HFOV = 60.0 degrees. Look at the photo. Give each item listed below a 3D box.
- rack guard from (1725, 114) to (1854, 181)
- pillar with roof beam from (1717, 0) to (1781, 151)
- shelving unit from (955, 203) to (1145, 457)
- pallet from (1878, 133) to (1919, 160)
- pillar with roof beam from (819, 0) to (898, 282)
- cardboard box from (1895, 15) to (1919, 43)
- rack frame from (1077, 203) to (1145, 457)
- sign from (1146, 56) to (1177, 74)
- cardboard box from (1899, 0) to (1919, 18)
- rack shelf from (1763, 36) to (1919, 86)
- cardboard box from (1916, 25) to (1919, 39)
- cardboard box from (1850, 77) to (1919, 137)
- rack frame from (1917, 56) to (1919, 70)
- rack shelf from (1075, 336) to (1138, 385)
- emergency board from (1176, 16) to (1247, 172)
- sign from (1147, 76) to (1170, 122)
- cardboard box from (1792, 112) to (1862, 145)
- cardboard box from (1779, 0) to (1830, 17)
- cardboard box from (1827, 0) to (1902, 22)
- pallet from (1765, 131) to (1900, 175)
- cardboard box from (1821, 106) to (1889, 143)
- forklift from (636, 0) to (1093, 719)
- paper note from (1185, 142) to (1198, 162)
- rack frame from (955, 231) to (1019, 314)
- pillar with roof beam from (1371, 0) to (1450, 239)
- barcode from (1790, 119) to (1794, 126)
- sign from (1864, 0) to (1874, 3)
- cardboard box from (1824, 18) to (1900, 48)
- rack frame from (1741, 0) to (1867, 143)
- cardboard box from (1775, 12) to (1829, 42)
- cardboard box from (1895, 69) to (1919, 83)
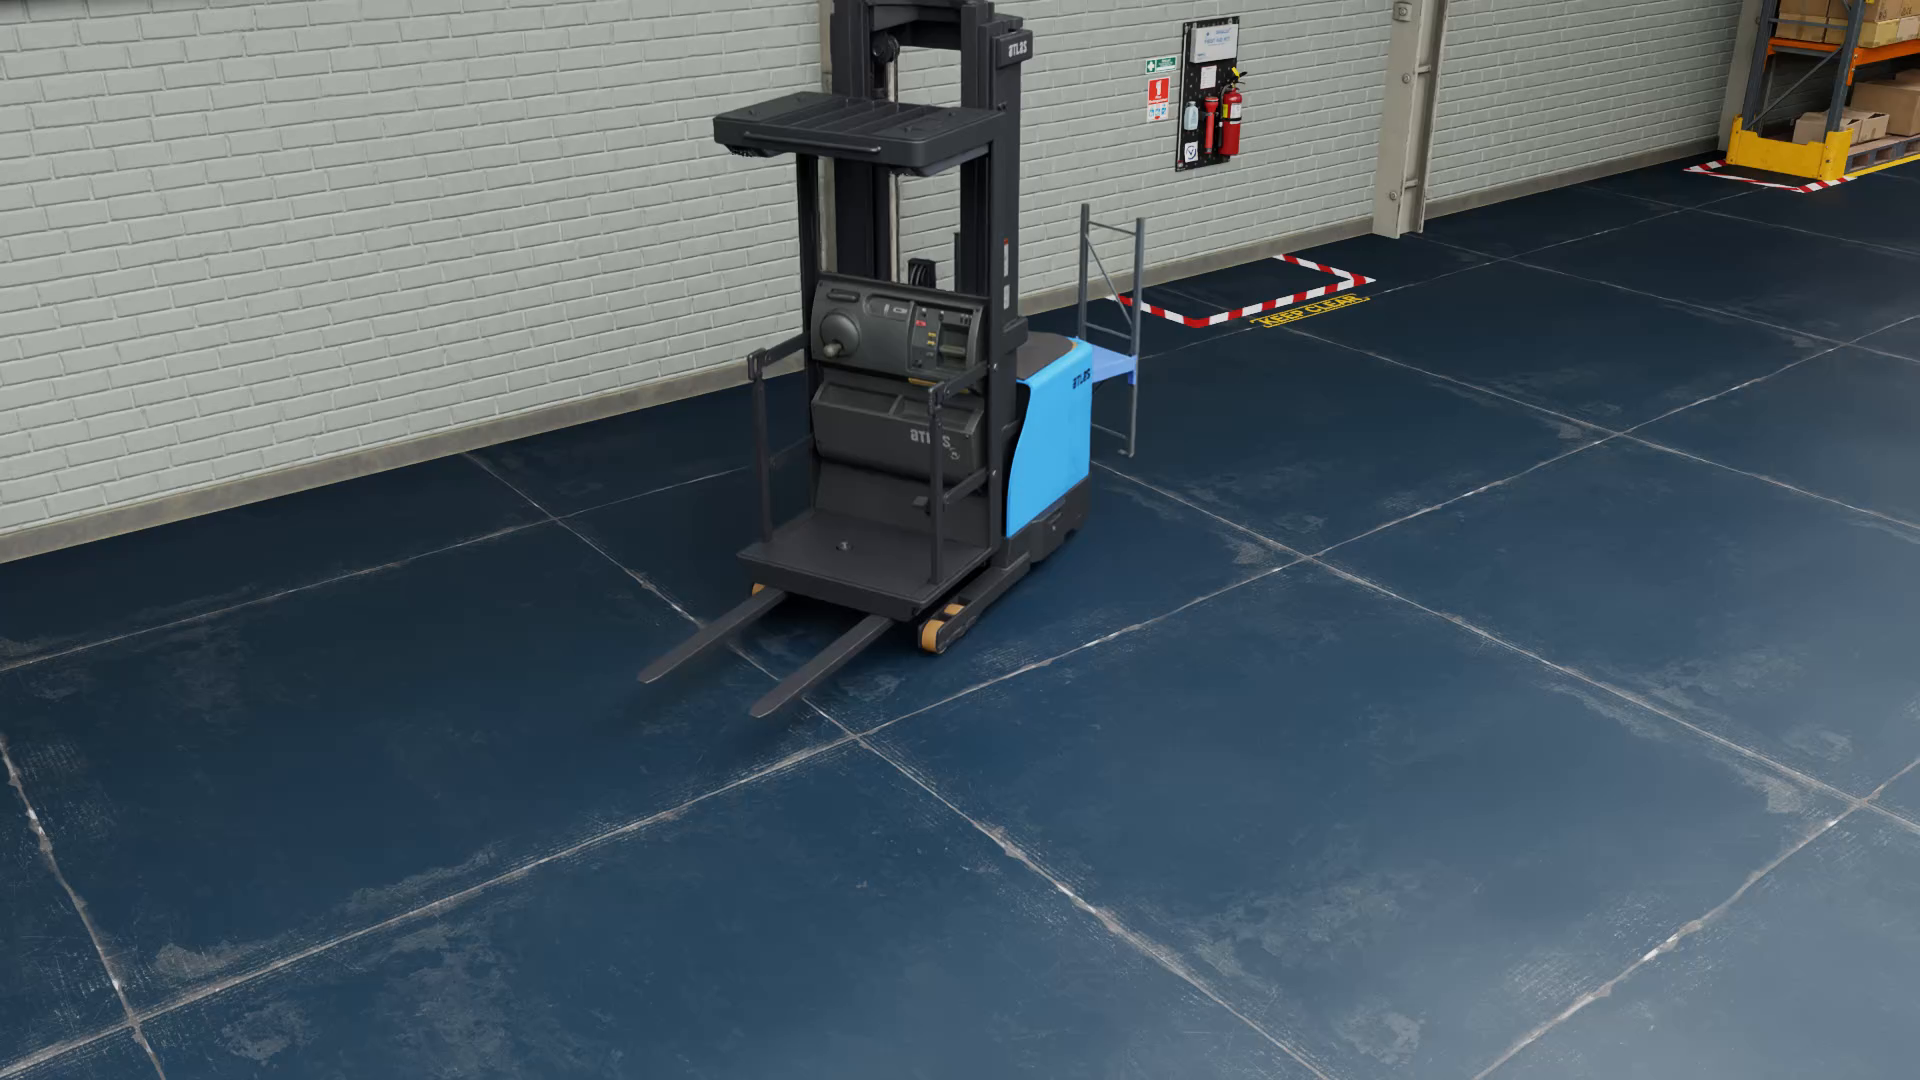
[{"bbox_3d":[8.801,-4.188,17.680,0.348,0.500,1.175,-18,31,-34],"label":"rack guard"},{"bbox_3d":[11.414,-7.066,13.785,0.400,9.000,9.100,-18,31,-34],"label":"pillar with roof beam"},{"bbox_3d":[0.530,-1.142,9.930,1.048,1.500,0.538,-20,32,-37],"label":"shelving unit"},{"bbox_3d":[10.421,-4.572,18.850,1.213,0.211,1.003,-18,31,-34],"label":"pallet"},{"bbox_3d":[1.971,-3.948,7.068,0.400,9.000,9.100,-18,31,-34],"label":"pillar with roof beam"},{"bbox_3d":[9.721,-5.404,17.486,0.500,0.250,0.500,-19,31,-36],"label":"cardboard box"},{"bbox_3d":[0.912,-1.284,10.234,0.032,1.500,0.500,-20,32,-37],"label":"rack frame"},{"bbox_3d":[1.579,-3.728,13.048,0.331,0.109,0.001,-18,31,-34],"label":"sign"},{"bbox_3d":[9.697,-5.733,17.303,0.500,0.500,0.500,-18,30,-34],"label":"cardboard box"},{"bbox_3d":[10.315,-5.495,18.382,4.000,0.370,1.077,-18,31,-34],"label":"rack shelf"},{"bbox_3d":[10.125,-5.535,17.767,0.500,0.250,0.500,-19,31,-35],"label":"cardboard box"},{"bbox_3d":[10.398,-4.840,18.562,0.500,0.500,0.700,-21,32,-37],"label":"cardboard box"},{"bbox_3d":[11.889,-6.341,19.350,0.127,3.000,1.000,-18,31,-34],"label":"rack frame"},{"bbox_3d":[0.530,-0.979,10.006,1.000,0.185,0.538,-20,32,-37],"label":"rack shelf"},{"bbox_3d":[2.068,-3.583,13.406,0.643,1.169,0.194,-18,31,-34],"label":"emergency board"},{"bbox_3d":[1.570,-3.489,13.163,0.234,0.329,0.001,-18,31,-34],"label":"sign"},{"bbox_3d":[9.341,-4.432,17.908,0.500,0.311,0.500,-23,33,-40],"label":"cardboard box"},{"bbox_3d":[8.981,-5.776,17.396,0.500,0.500,0.500,-19,31,-35],"label":"cardboard box"},{"bbox_3d":[9.302,-5.608,17.034,0.500,0.500,0.500,-18,31,-34],"label":"cardboard box"},{"bbox_3d":[9.462,-4.256,18.170,1.213,0.211,1.003,-18,31,-34],"label":"pallet"},{"bbox_3d":[9.790,-4.580,18.227,0.500,0.311,0.500,-15,29,-30],"label":"cardboard box"},{"bbox_3d":[-0.415,-0.995,7.912,1.130,2.935,3.031,13,28,26],"label":"forklift"},{"bbox_3d":[1.886,-3.160,13.542,0.142,0.148,0.016,-18,31,-34],"label":"paper note"},{"bbox_3d":[0.148,-1.001,9.625,0.032,1.500,0.500,-20,32,-37],"label":"rack frame"},{"bbox_3d":[6.693,-5.507,10.427,0.400,9.000,9.100,-18,31,-34],"label":"pillar with roof beam"},{"bbox_3d":[9.108,-4.573,18.202,0.075,0.075,0.001,-18,31,-34],"label":"barcode"},{"bbox_3d":[9.076,-5.515,16.542,0.005,0.325,0.100,-18,31,-34],"label":"sign"},{"bbox_3d":[9.321,-5.265,17.185,0.500,0.250,0.500,-19,31,-35],"label":"cardboard box"},{"bbox_3d":[8.741,-5.302,17.111,0.127,3.000,1.000,-18,31,-34],"label":"rack frame"},{"bbox_3d":[8.989,-5.429,17.539,0.500,0.250,0.500,-18,30,-33],"label":"cardboard box"},{"bbox_3d":[11.097,-5.124,19.174,0.500,0.500,0.500,-21,32,-38],"label":"cardboard box"}]
